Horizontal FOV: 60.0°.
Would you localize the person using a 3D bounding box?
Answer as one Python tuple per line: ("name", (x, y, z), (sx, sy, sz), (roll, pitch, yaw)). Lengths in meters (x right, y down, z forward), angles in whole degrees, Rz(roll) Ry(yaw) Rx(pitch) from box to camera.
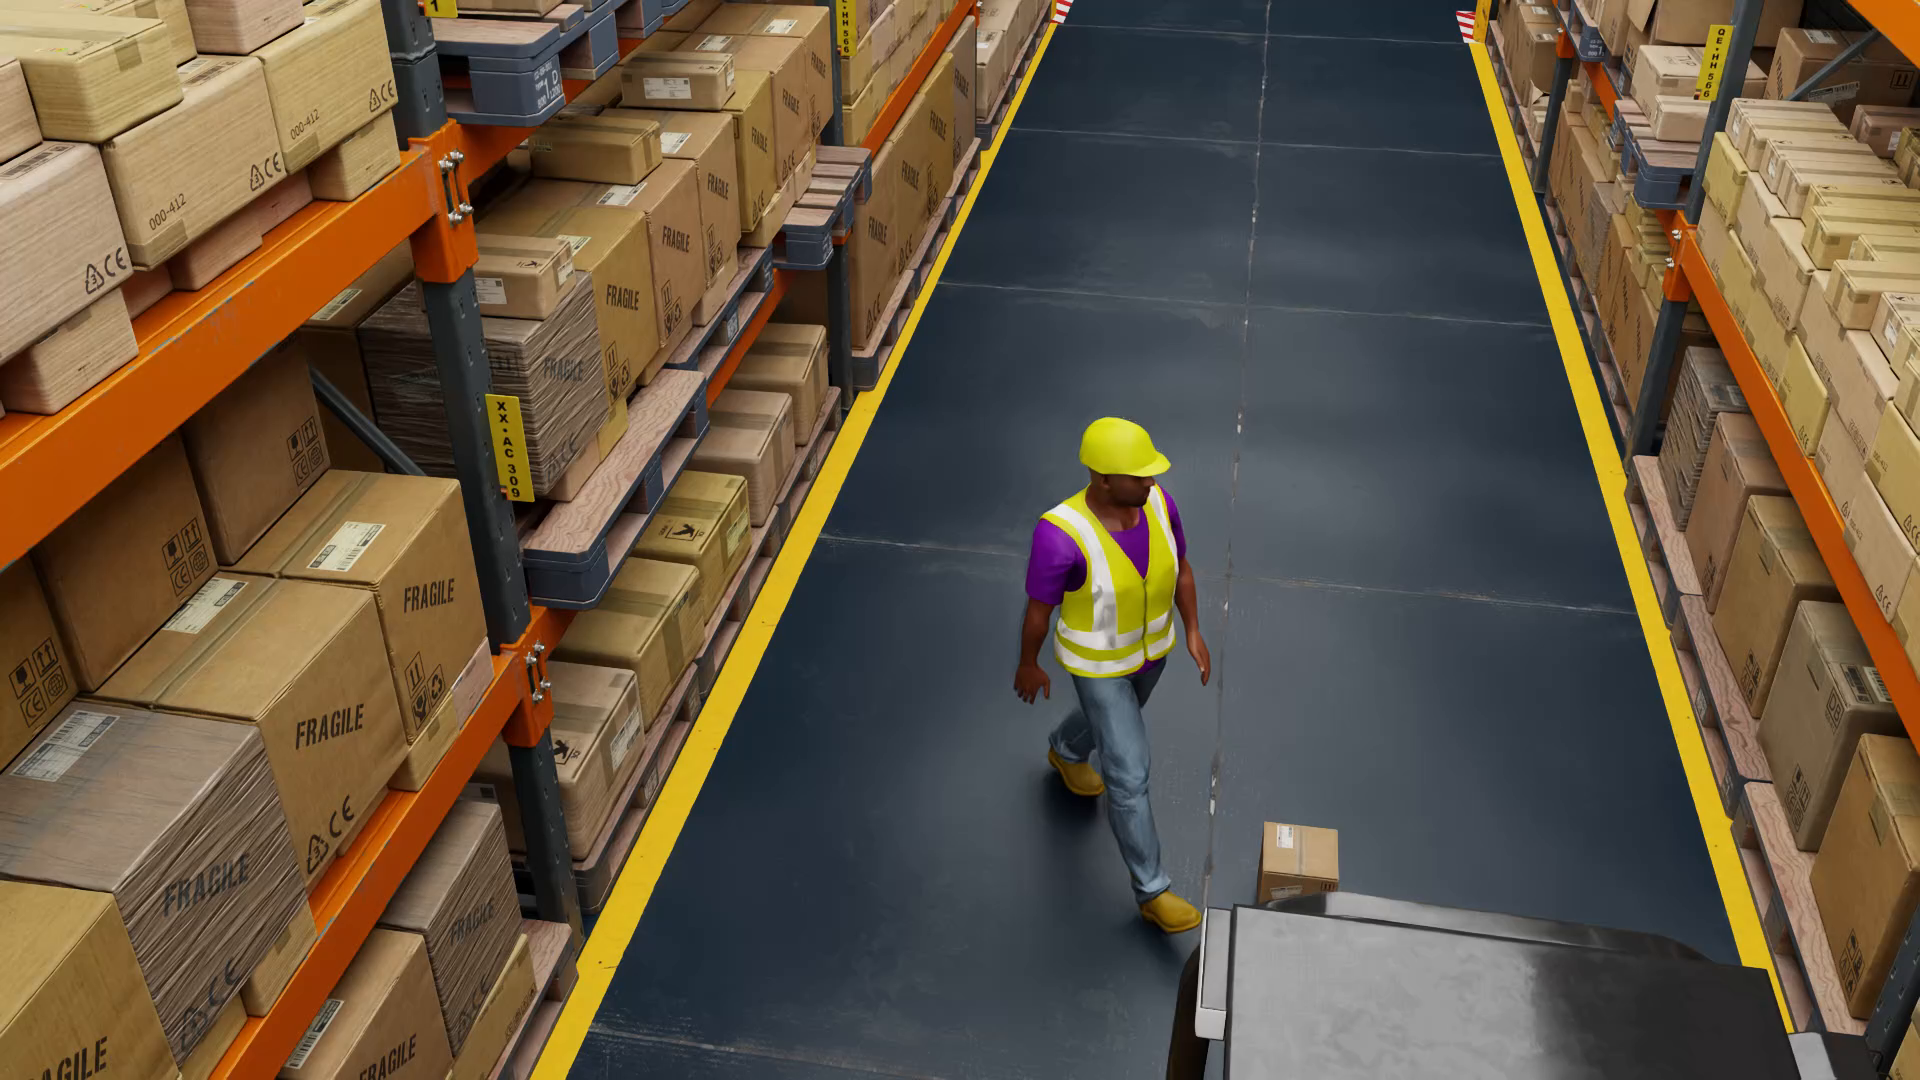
("person", (0.581, 0.393, 5.521), (0.597, 1.703, 1.074), (-22, 39, -31))
